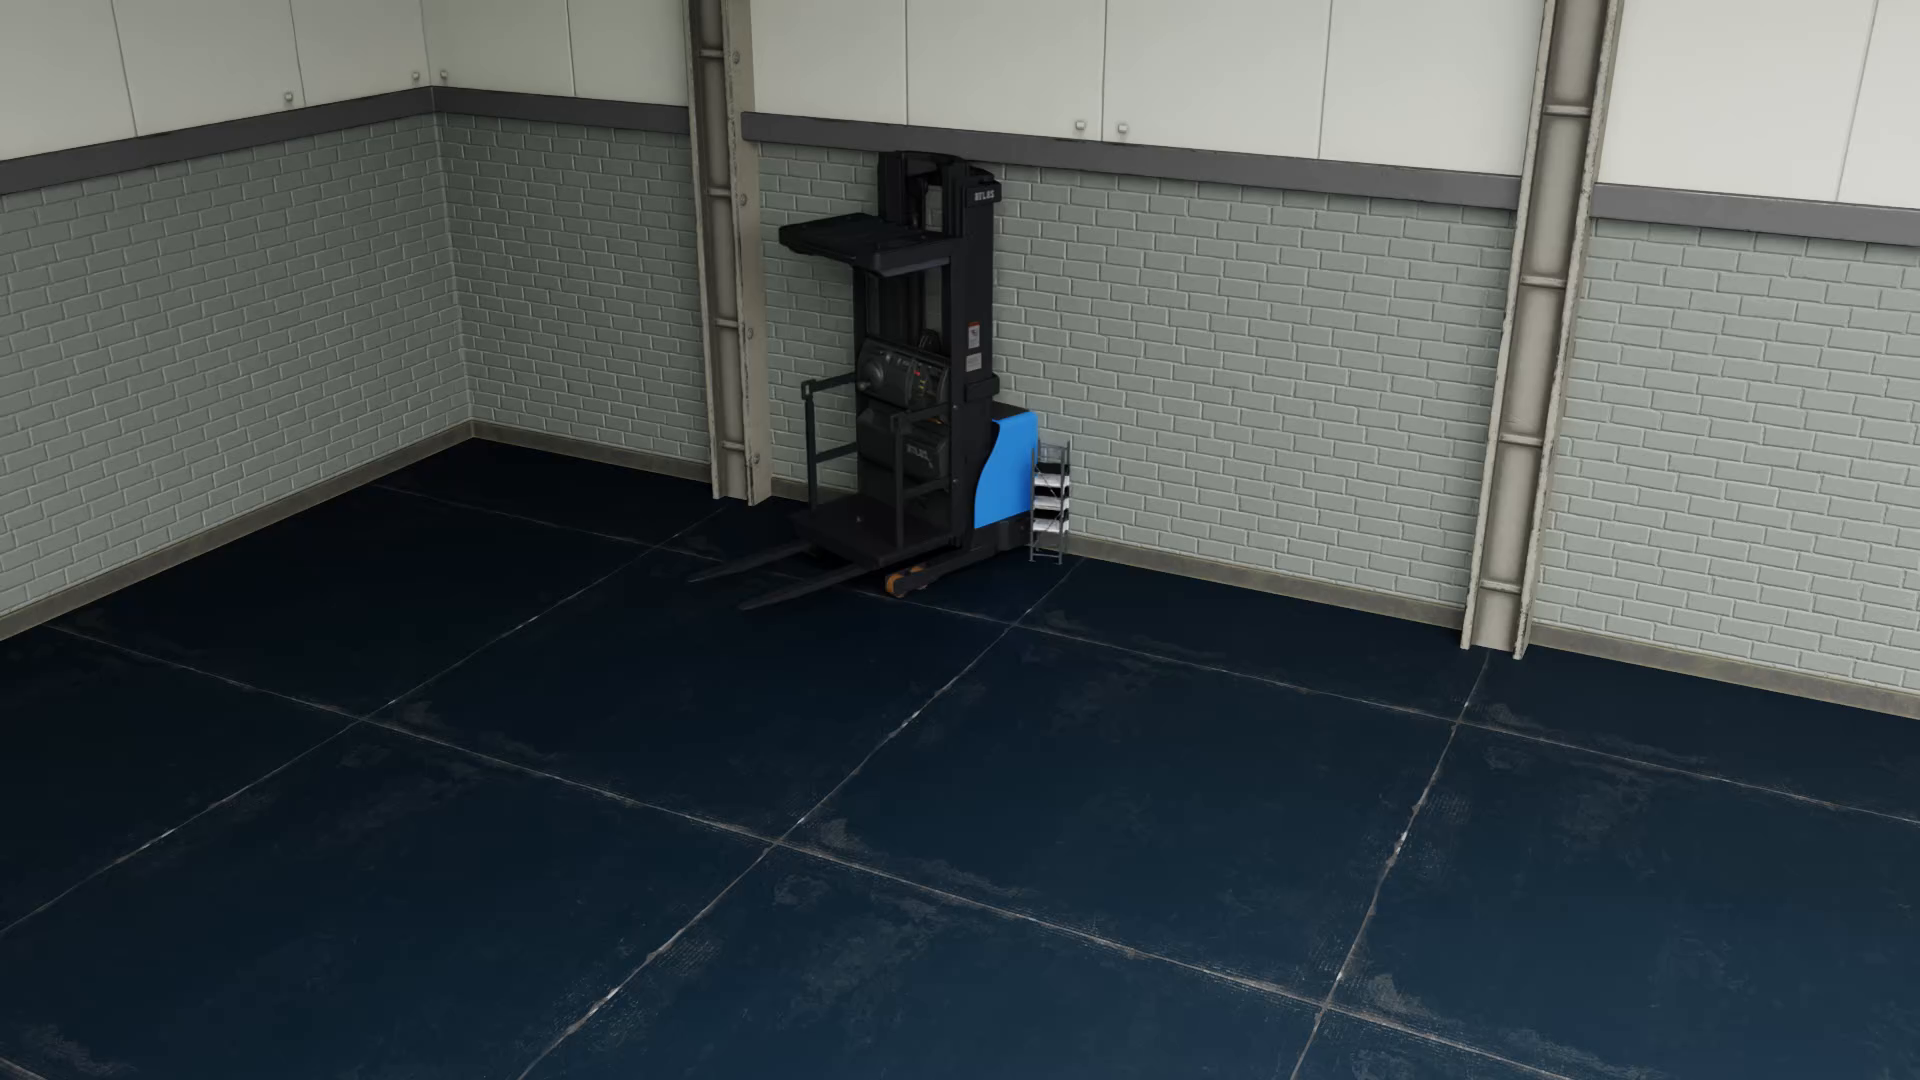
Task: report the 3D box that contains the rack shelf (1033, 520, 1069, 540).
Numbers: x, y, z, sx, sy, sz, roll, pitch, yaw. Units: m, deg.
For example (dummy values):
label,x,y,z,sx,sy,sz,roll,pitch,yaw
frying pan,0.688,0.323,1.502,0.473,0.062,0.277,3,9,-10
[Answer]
label,x,y,z,sx,sy,sz,roll,pitch,yaw
rack shelf,0.664,-0.084,12.369,0.258,0.077,0.200,6,24,14

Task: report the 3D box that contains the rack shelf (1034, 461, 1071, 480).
label,x,y,z,sx,sy,sz,roll,pitch,yaw
rack shelf,0.664,-0.498,12.193,0.258,0.077,0.200,6,24,14

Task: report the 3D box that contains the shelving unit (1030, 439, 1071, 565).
label,x,y,z,sx,sy,sz,roll,pitch,yaw
shelving unit,0.664,-0.280,12.286,0.258,0.900,0.210,6,24,14

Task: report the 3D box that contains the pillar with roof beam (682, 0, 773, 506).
label,x,y,z,sx,sy,sz,roll,pitch,yaw
pillar with roof beam,-3.719,-2.998,8.328,0.400,9.000,9.100,11,25,25

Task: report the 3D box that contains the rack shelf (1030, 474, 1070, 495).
label,x,y,z,sx,sy,sz,roll,pitch,yaw
rack shelf,0.664,-0.415,12.228,0.258,0.077,0.200,6,24,14

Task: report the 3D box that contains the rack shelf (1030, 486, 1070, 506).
label,x,y,z,sx,sy,sz,roll,pitch,yaw
rack shelf,0.664,-0.333,12.264,0.258,0.077,0.200,6,24,14

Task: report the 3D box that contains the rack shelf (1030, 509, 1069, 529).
label,x,y,z,sx,sy,sz,roll,pitch,yaw
rack shelf,0.664,-0.167,12.334,0.258,0.077,0.200,6,24,14

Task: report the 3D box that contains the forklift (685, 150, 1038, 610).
label,x,y,z,sx,sy,sz,roll,pitch,yaw
forklift,-0.566,-1.172,11.786,3.031,2.935,1.130,-19,30,-38

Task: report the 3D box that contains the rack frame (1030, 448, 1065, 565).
label,x,y,z,sx,sy,sz,roll,pitch,yaw
rack frame,0.638,-0.242,12.195,0.240,0.900,0.006,6,24,14

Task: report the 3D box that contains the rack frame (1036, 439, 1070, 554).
label,x,y,z,sx,sy,sz,roll,pitch,yaw
rack frame,0.690,-0.319,12.376,0.240,0.900,0.006,6,24,14

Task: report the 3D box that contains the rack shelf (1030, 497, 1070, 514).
label,x,y,z,sx,sy,sz,roll,pitch,yaw
rack shelf,0.664,-0.250,12.299,0.258,0.077,0.200,6,24,14

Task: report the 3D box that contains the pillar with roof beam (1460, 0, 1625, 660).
label,x,y,z,sx,sy,sz,roll,pitch,yaw
pillar with roof beam,1.636,-1.939,5.836,0.400,9.000,9.100,11,25,25
